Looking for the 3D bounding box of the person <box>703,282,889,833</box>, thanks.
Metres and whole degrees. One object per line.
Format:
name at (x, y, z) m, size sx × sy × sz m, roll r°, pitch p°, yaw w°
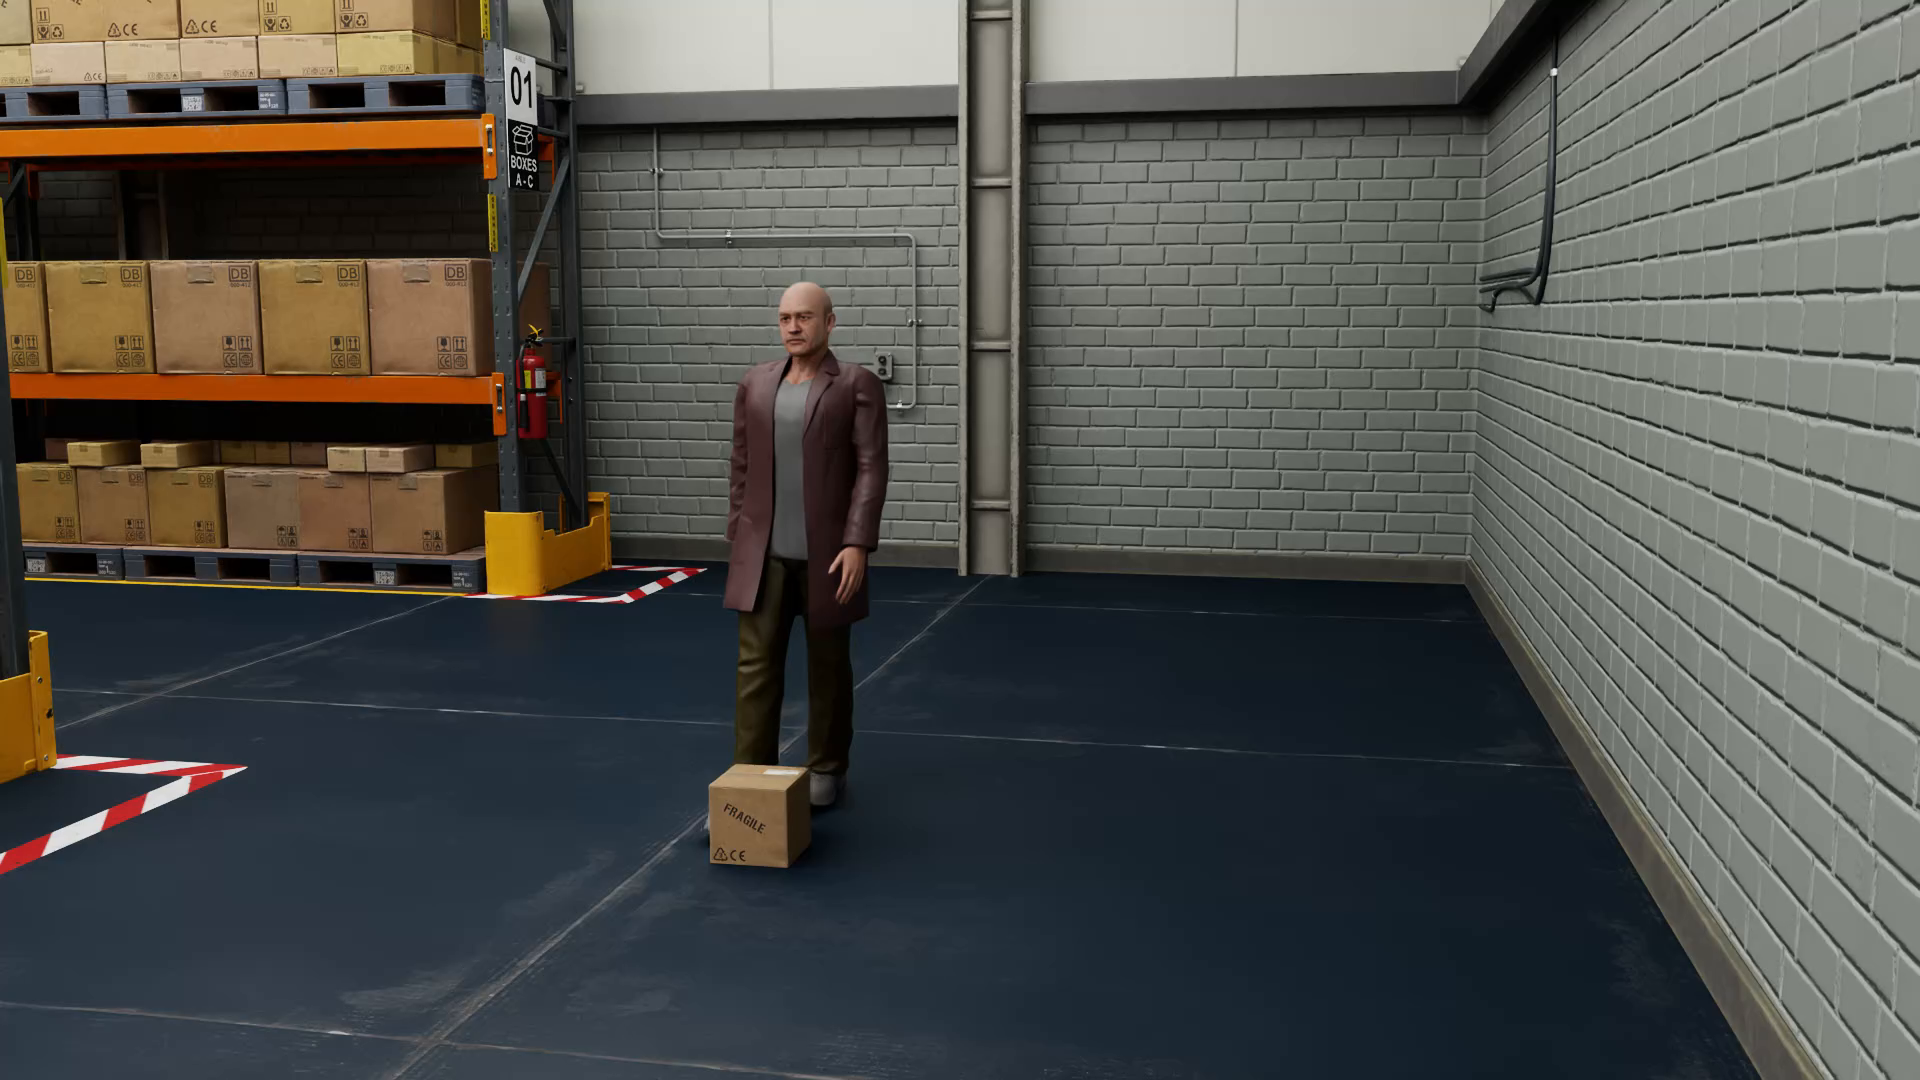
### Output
person at (-0.540, 0.042, 5.494) m, size 0.593 × 1.773 × 0.731 m, roll 1°, pitch 8°, yaw 11°
